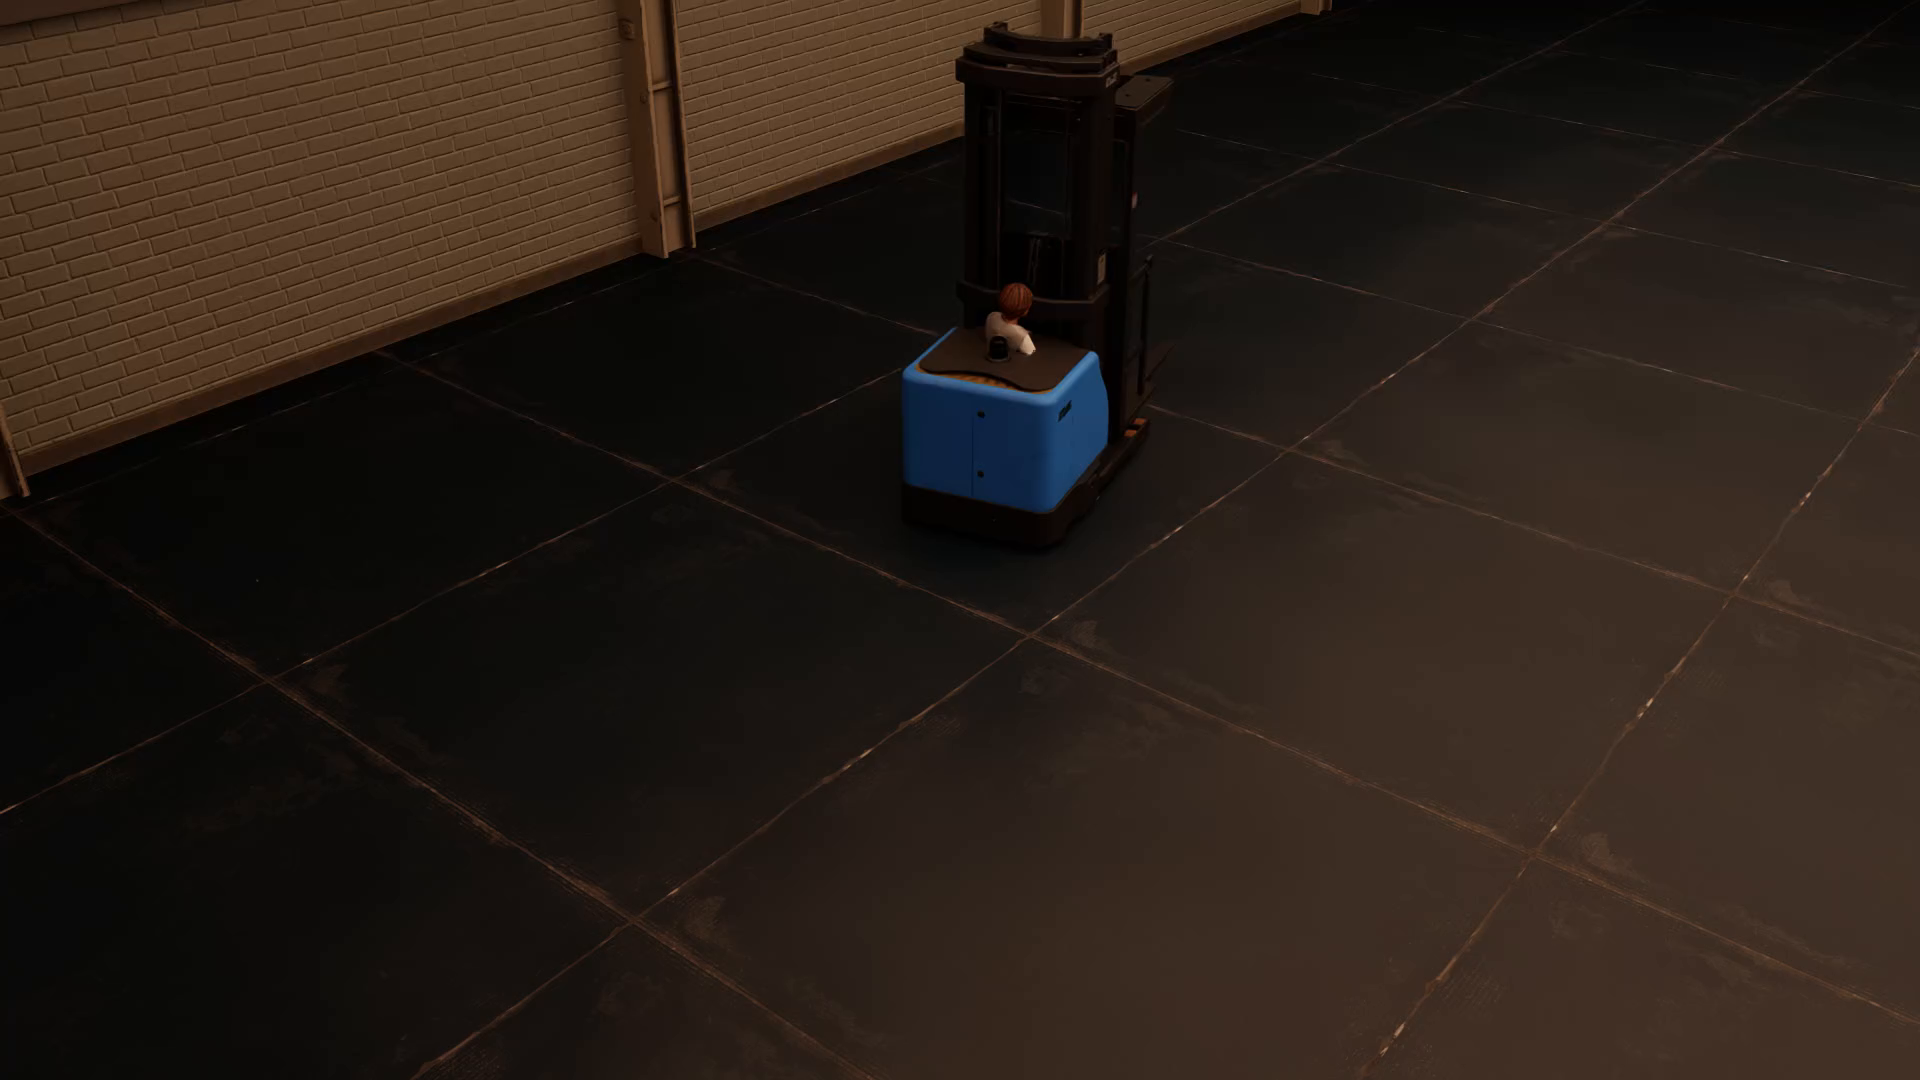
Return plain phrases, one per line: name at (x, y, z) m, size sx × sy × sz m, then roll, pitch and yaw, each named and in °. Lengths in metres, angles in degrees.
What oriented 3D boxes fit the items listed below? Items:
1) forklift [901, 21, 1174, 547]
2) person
forklift at (0.693, -1.947, 10.927) m, size 1.130 × 2.935 × 3.031 m, roll 13°, pitch 33°, yaw 21°
person at (0.506, -0.968, 10.664) m, size 0.635 × 1.495 × 0.666 m, roll -13°, pitch 33°, yaw -22°
